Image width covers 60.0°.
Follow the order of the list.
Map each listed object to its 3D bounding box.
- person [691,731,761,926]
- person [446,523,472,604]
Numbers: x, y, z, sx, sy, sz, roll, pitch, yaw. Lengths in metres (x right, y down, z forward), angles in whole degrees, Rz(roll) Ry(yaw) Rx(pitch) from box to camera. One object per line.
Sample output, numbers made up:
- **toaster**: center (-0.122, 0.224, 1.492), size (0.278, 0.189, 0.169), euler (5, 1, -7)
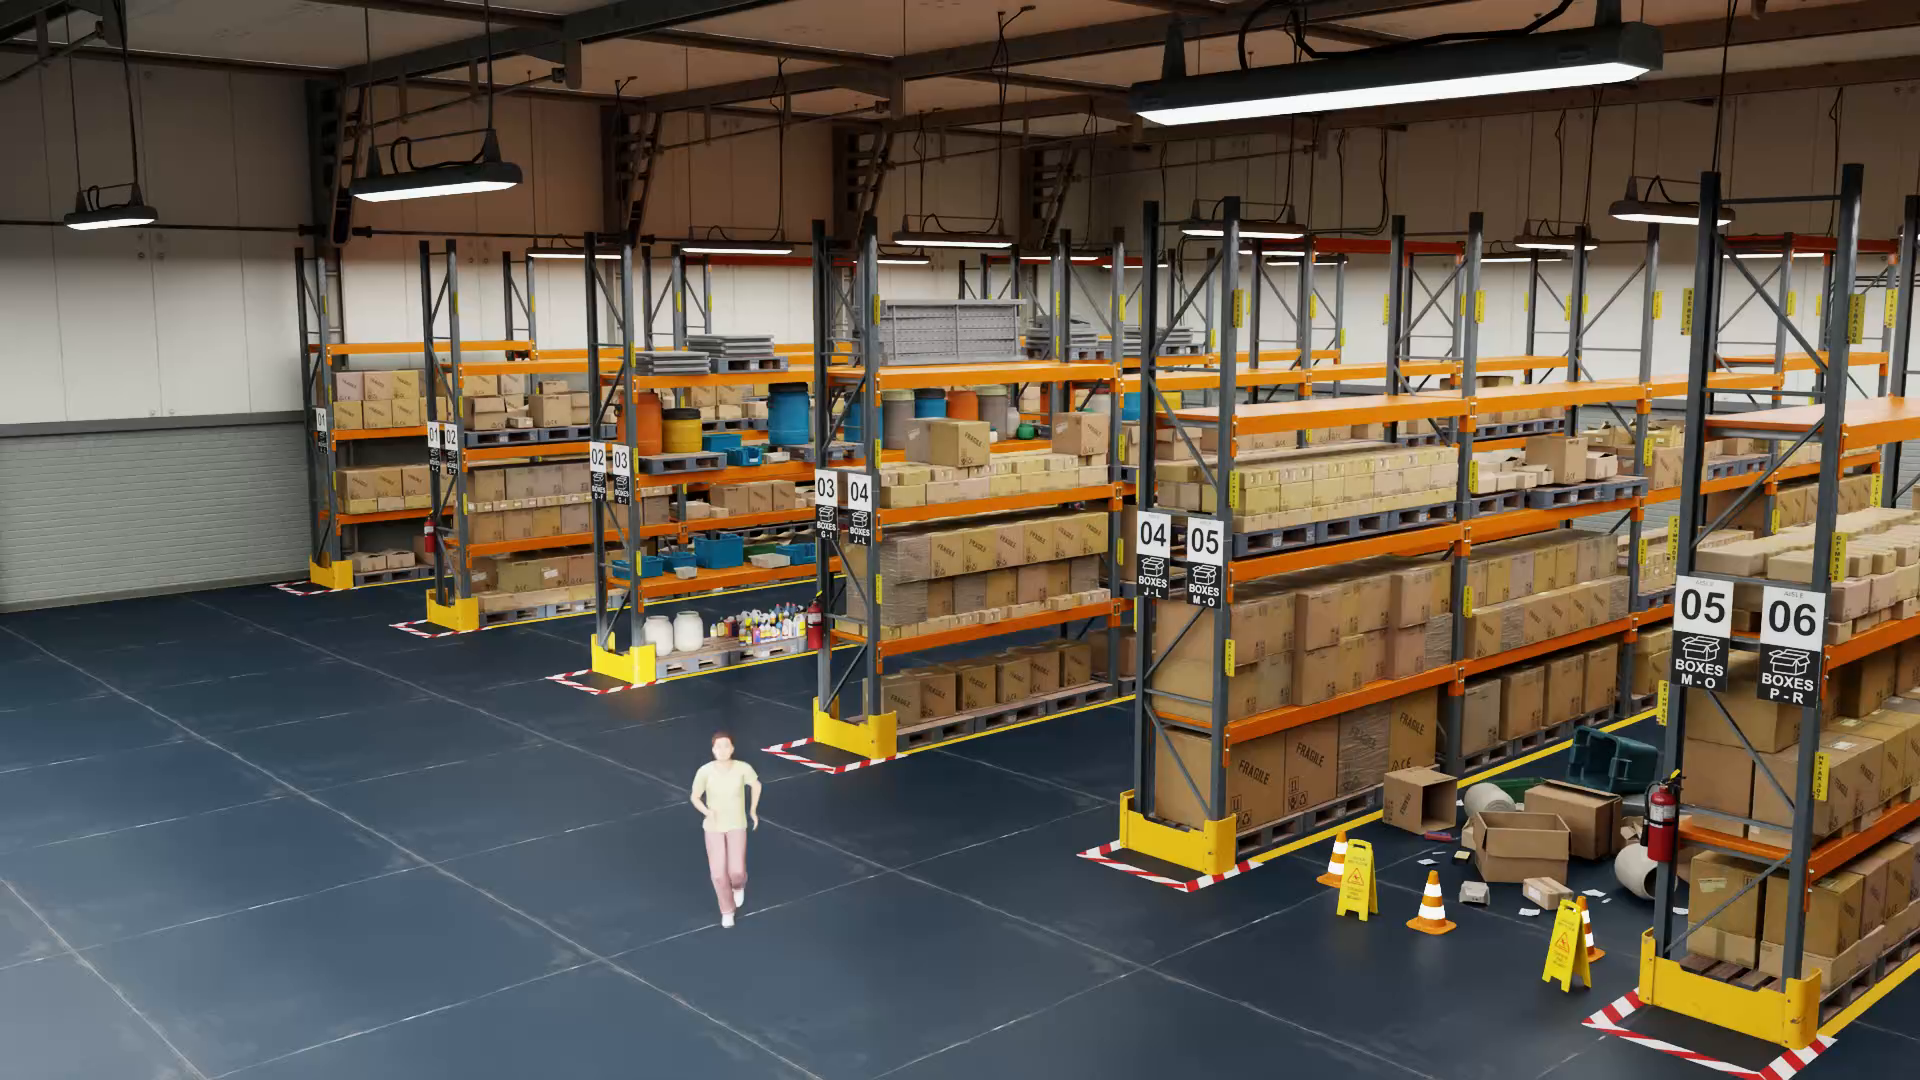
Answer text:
- **person**: center (-1.921, 2.376, 13.669), size (0.576, 1.631, 0.542), euler (-1, 8, -6)
- **person**: center (-8.401, 0.189, 28.147), size (0.612, 1.677, 0.939), euler (5, 10, 28)
